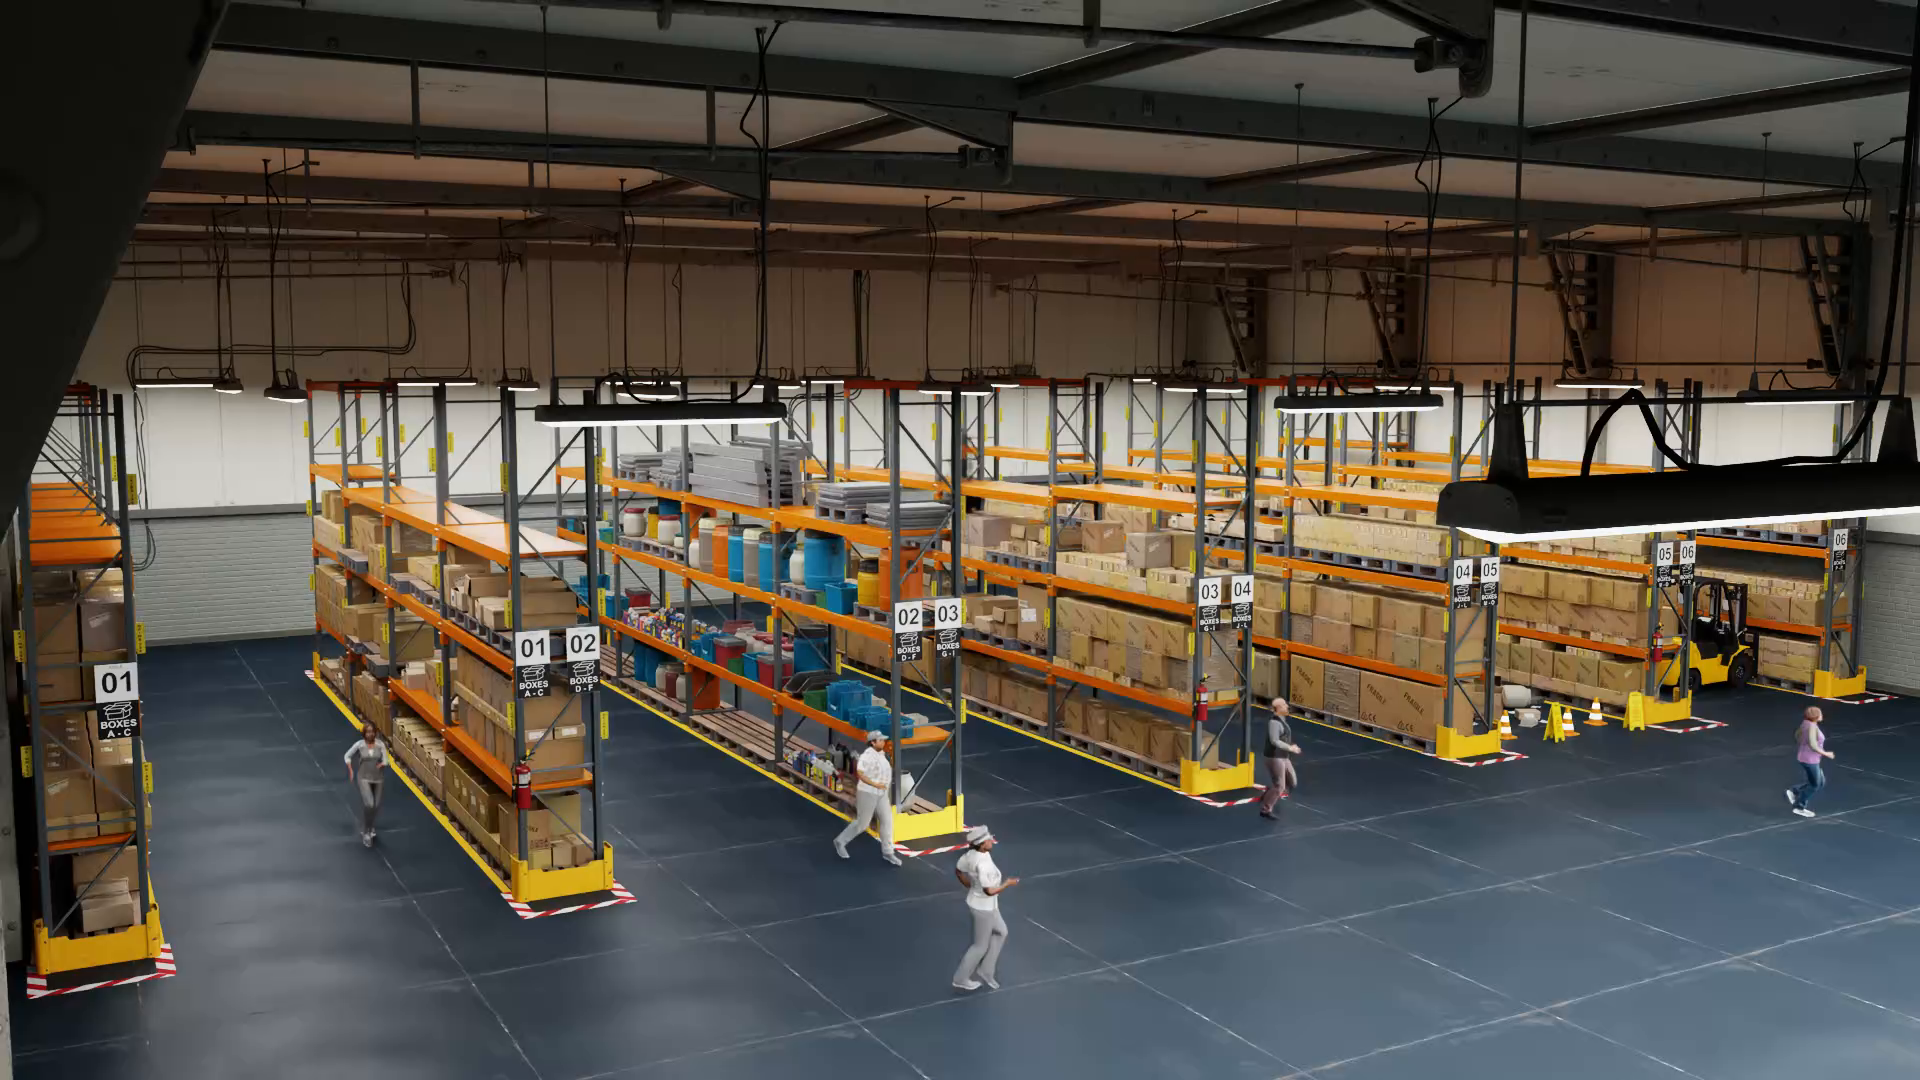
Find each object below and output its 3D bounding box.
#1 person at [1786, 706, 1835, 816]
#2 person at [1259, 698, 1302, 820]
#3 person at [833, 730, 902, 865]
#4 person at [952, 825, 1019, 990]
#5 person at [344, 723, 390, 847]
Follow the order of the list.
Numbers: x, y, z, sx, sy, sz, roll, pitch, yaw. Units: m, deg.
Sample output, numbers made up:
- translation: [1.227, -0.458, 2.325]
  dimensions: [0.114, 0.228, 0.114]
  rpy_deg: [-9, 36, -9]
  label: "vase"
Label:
- translation: [11.899, 3.087, 23.259]
  dimensions: [0.562, 1.560, 0.570]
  rpy_deg: [2, 6, 17]
  label: "person"
- translation: [4.481, 3.036, 23.177]
  dimensions: [0.580, 1.691, 0.697]
  rpy_deg: [2, 6, 19]
  label: "person"
- translation: [-1.092, 3.257, 21.222]
  dimensions: [0.924, 1.650, 0.692]
  rpy_deg: [3, 7, 28]
  label: "person"
- translation: [0.249, 3.723, 16.741]
  dimensions: [0.681, 1.736, 0.553]
  rpy_deg: [-1, 6, -9]
  label: "person"
- translation: [-7.772, 3.210, 21.900]
  dimensions: [0.503, 1.617, 0.682]
  rpy_deg: [-5, 8, -37]
  label: "person"
